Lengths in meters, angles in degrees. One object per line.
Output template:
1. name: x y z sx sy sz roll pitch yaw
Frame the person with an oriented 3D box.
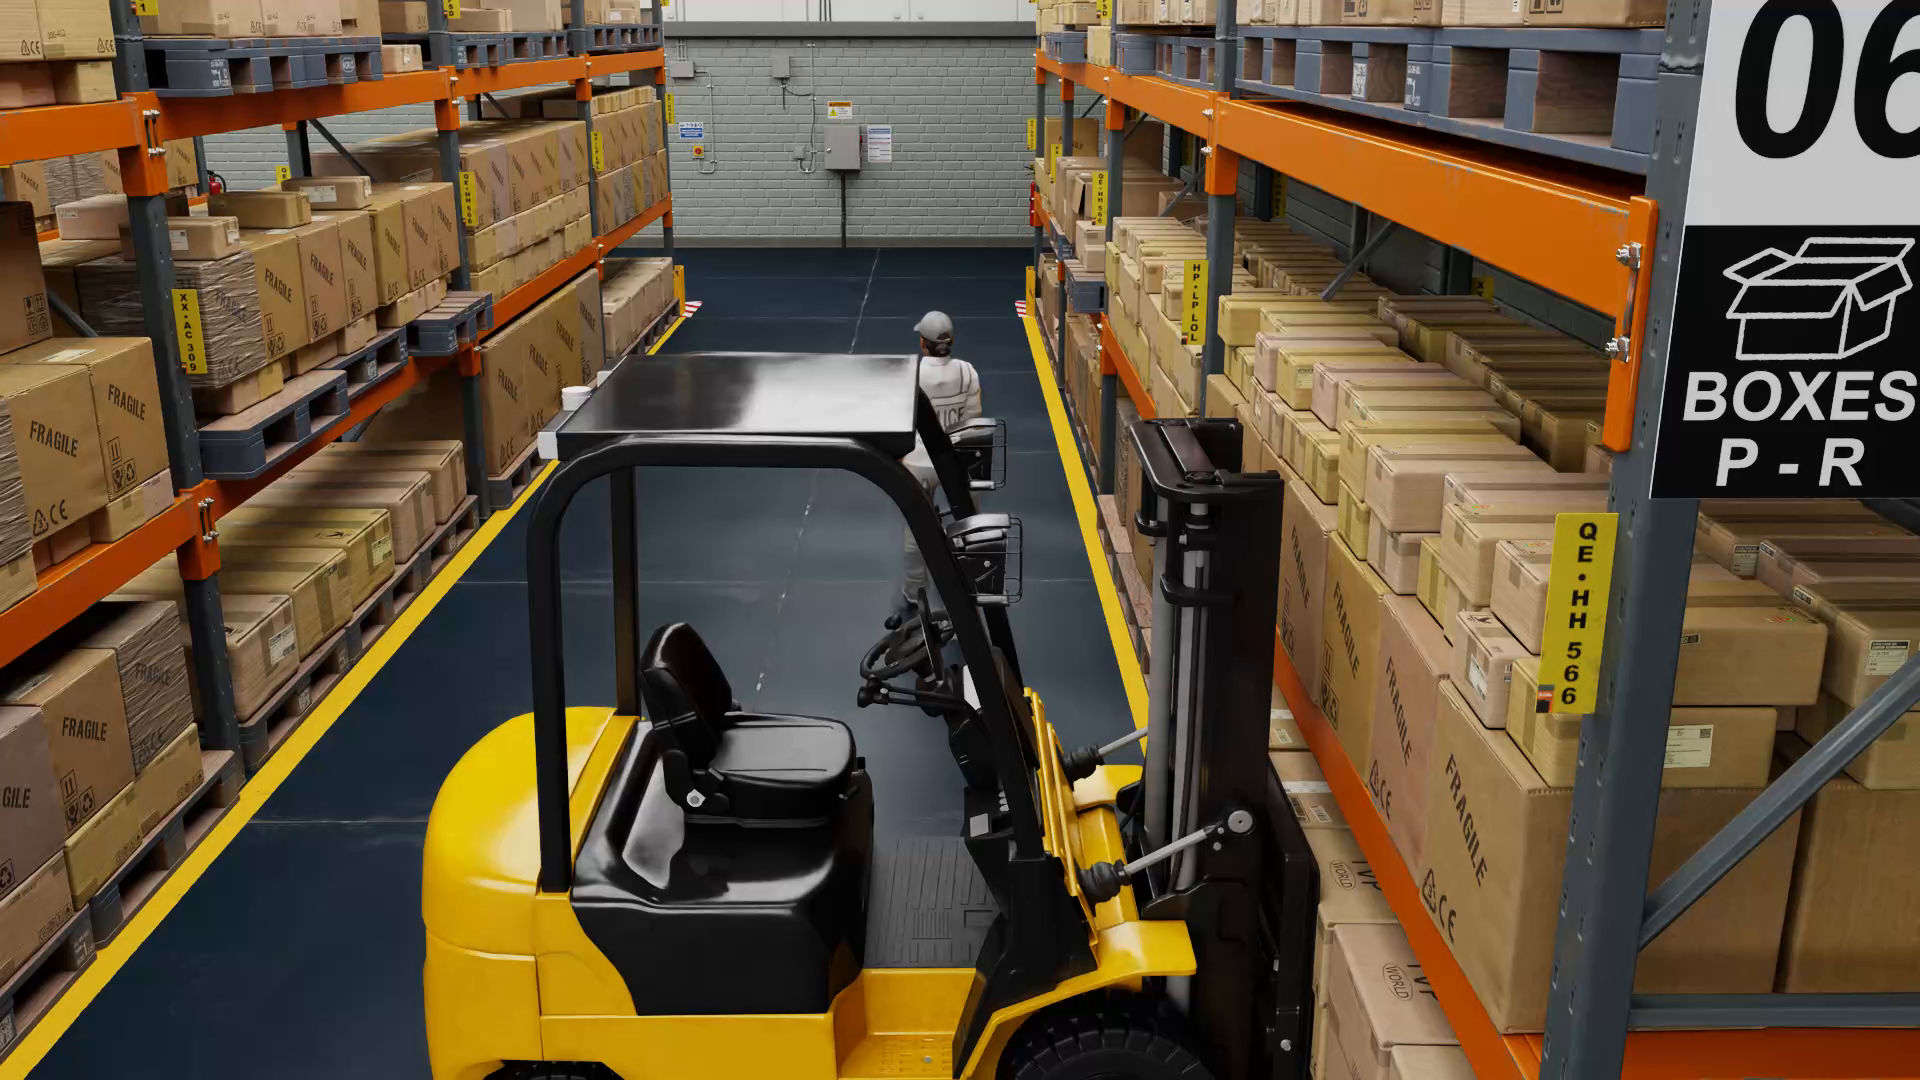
1. person: -0.117 -0.406 8.804 0.491 1.639 0.752 -2 17 -6
